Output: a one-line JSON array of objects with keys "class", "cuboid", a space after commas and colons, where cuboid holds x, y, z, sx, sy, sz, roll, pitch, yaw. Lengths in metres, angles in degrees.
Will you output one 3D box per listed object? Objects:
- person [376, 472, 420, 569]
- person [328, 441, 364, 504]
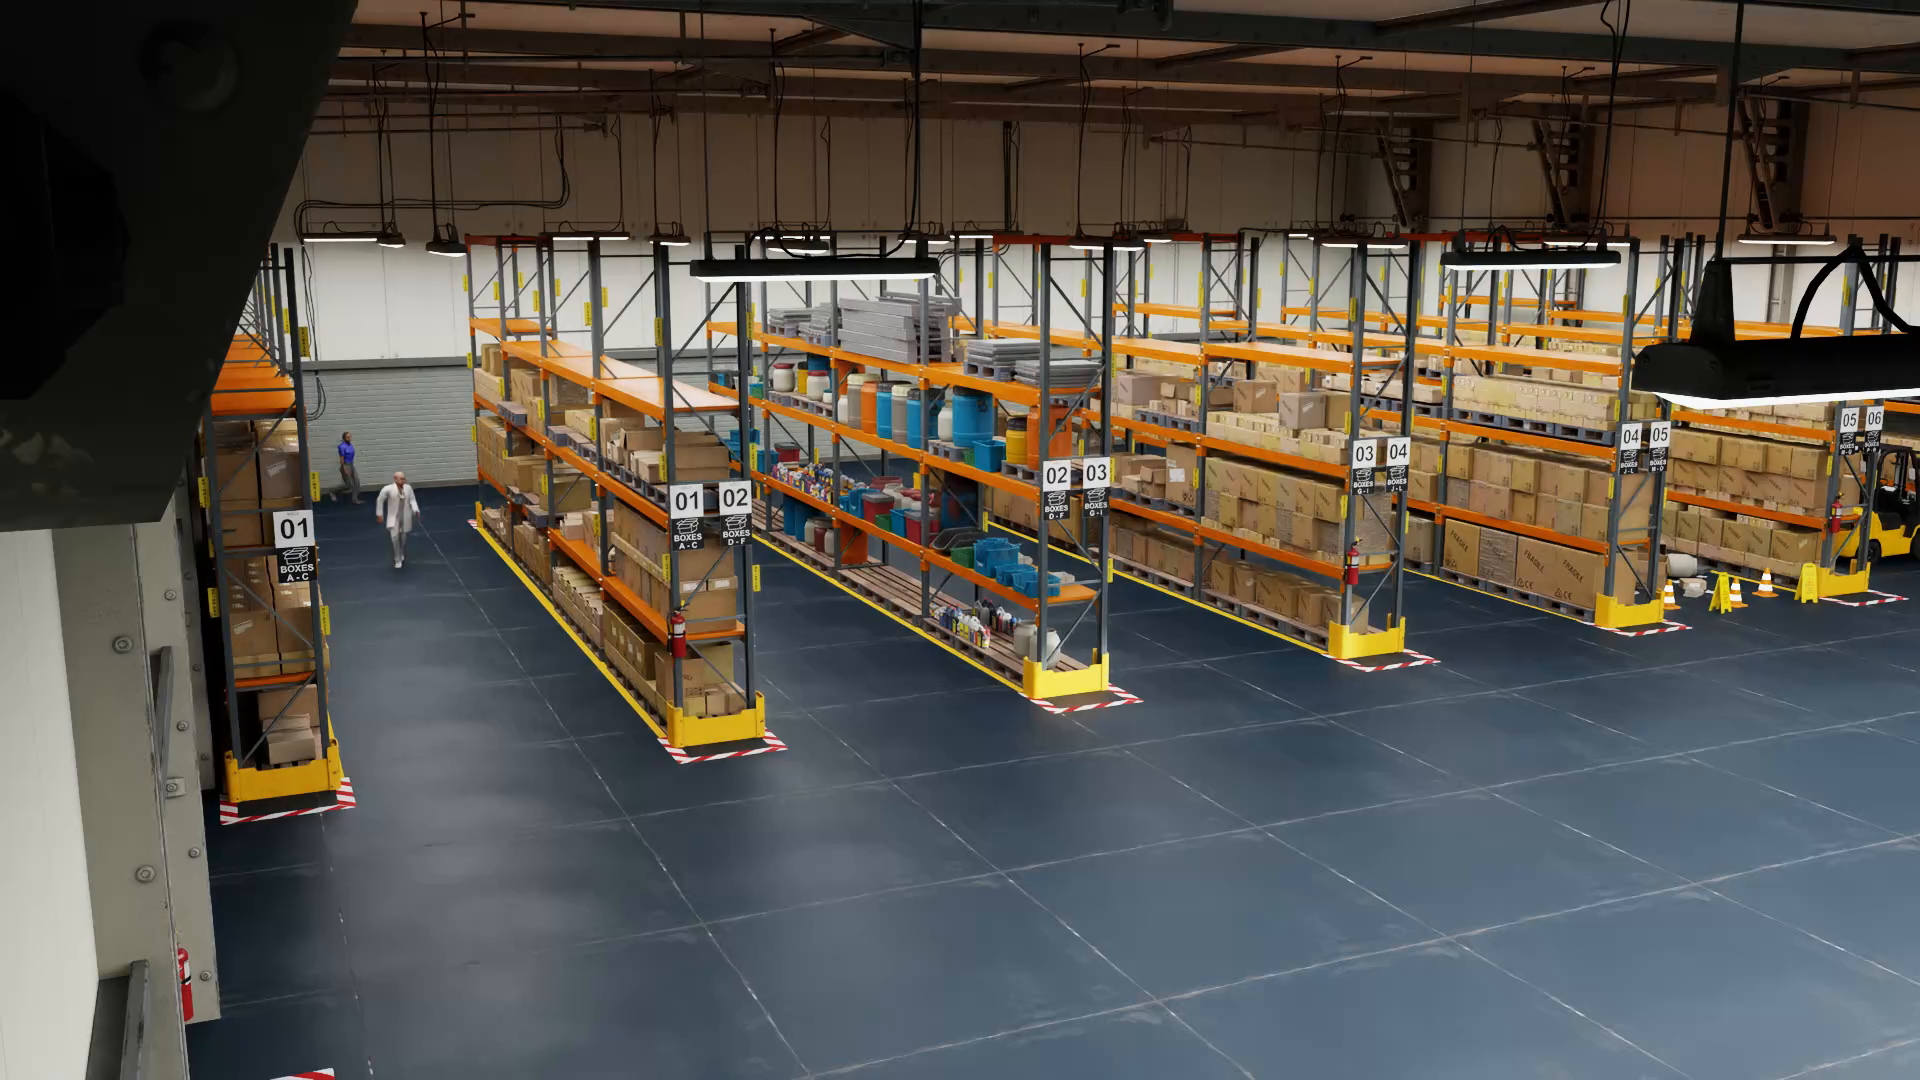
[{"class": "person", "cuboid": [-10.371, -0.370, 30.692, 0.744, 1.811, 0.935, -5, 12, -24]}, {"class": "person", "cuboid": [-13.723, -1.511, 37.118, 0.705, 1.424, 0.442, 0, 11, 0]}]
